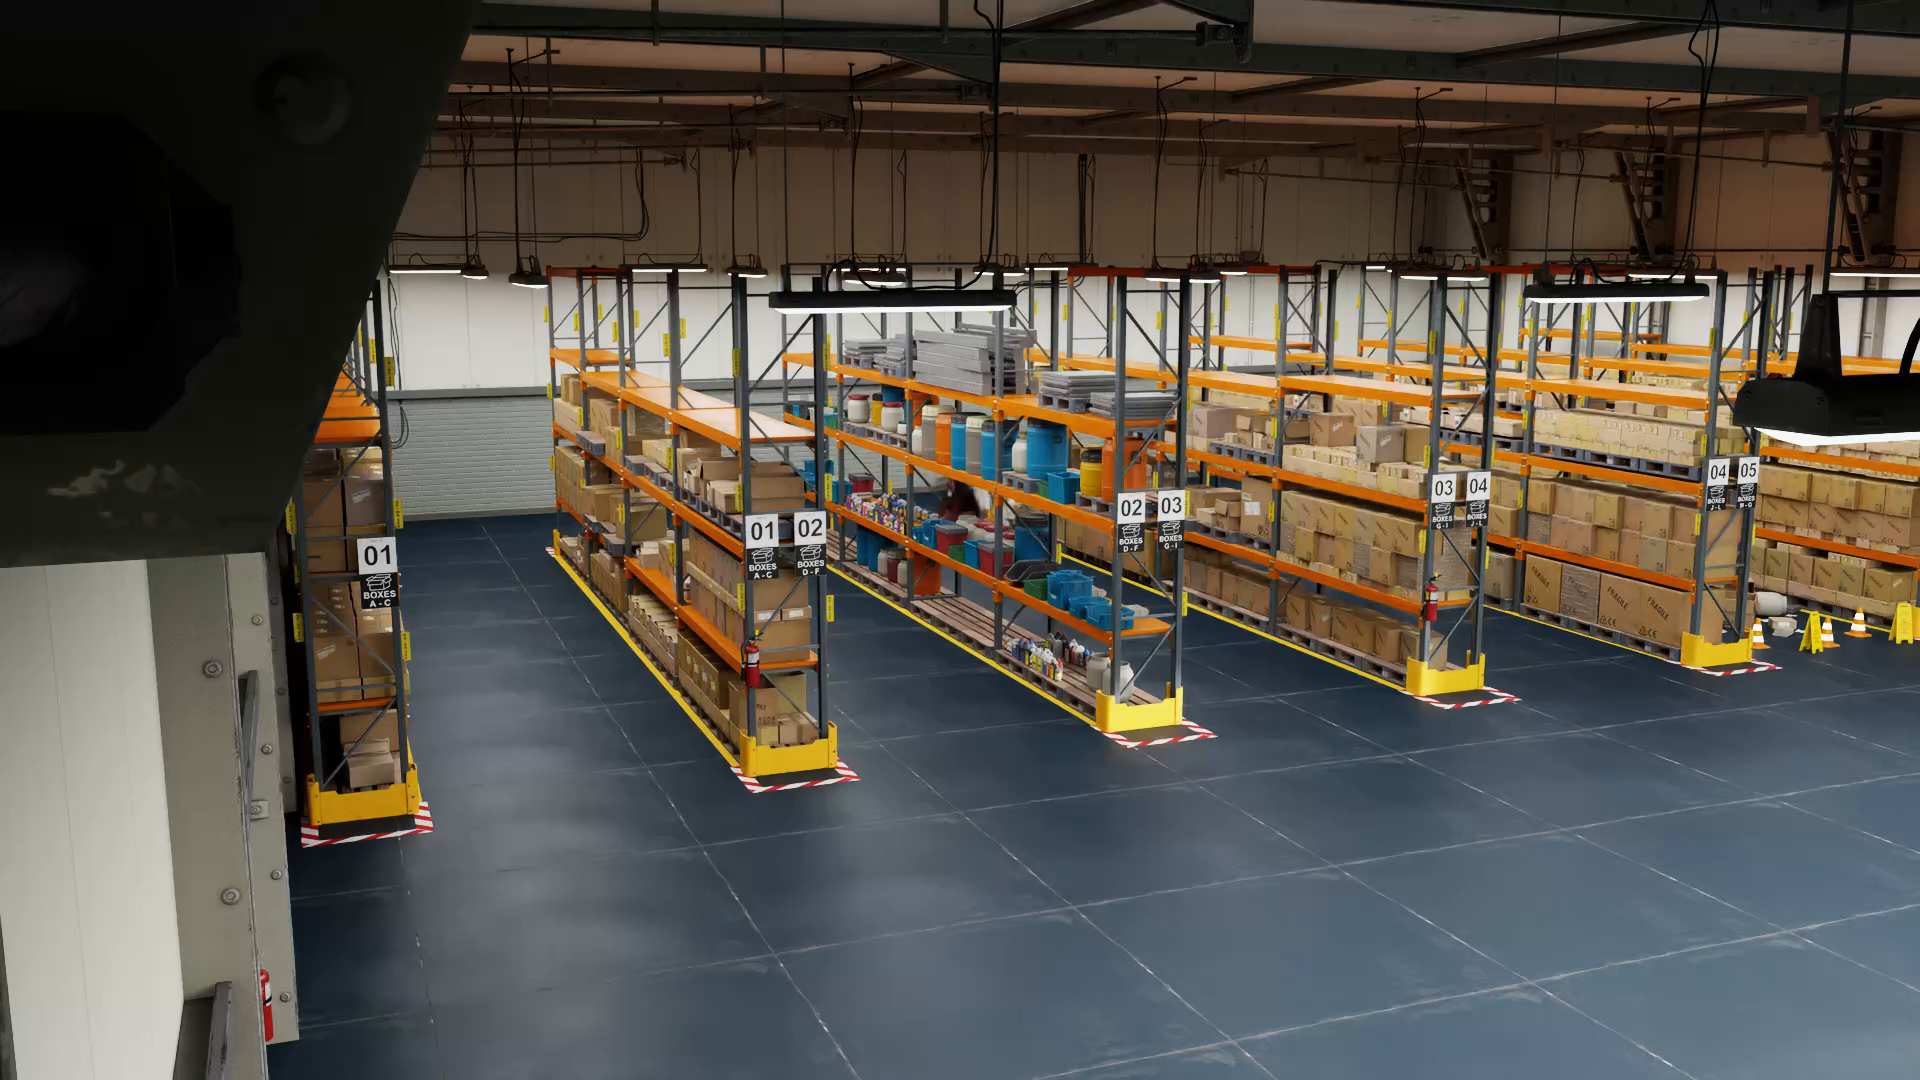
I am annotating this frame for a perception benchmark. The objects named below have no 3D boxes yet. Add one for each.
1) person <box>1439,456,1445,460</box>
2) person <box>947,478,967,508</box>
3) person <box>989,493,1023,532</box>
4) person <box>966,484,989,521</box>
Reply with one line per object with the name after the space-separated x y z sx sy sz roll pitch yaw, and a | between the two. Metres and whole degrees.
10.667 -0.976 37.119 0.421 1.797 0.558 2 10 9 | person
0.063 -1.035 37.400 0.544 1.729 1.060 -4 11 -23 | person
0.976 -0.455 33.952 0.643 1.731 0.996 -4 10 -19 | person
0.315 -0.606 33.282 0.454 1.783 0.673 -8 13 -38 | person
